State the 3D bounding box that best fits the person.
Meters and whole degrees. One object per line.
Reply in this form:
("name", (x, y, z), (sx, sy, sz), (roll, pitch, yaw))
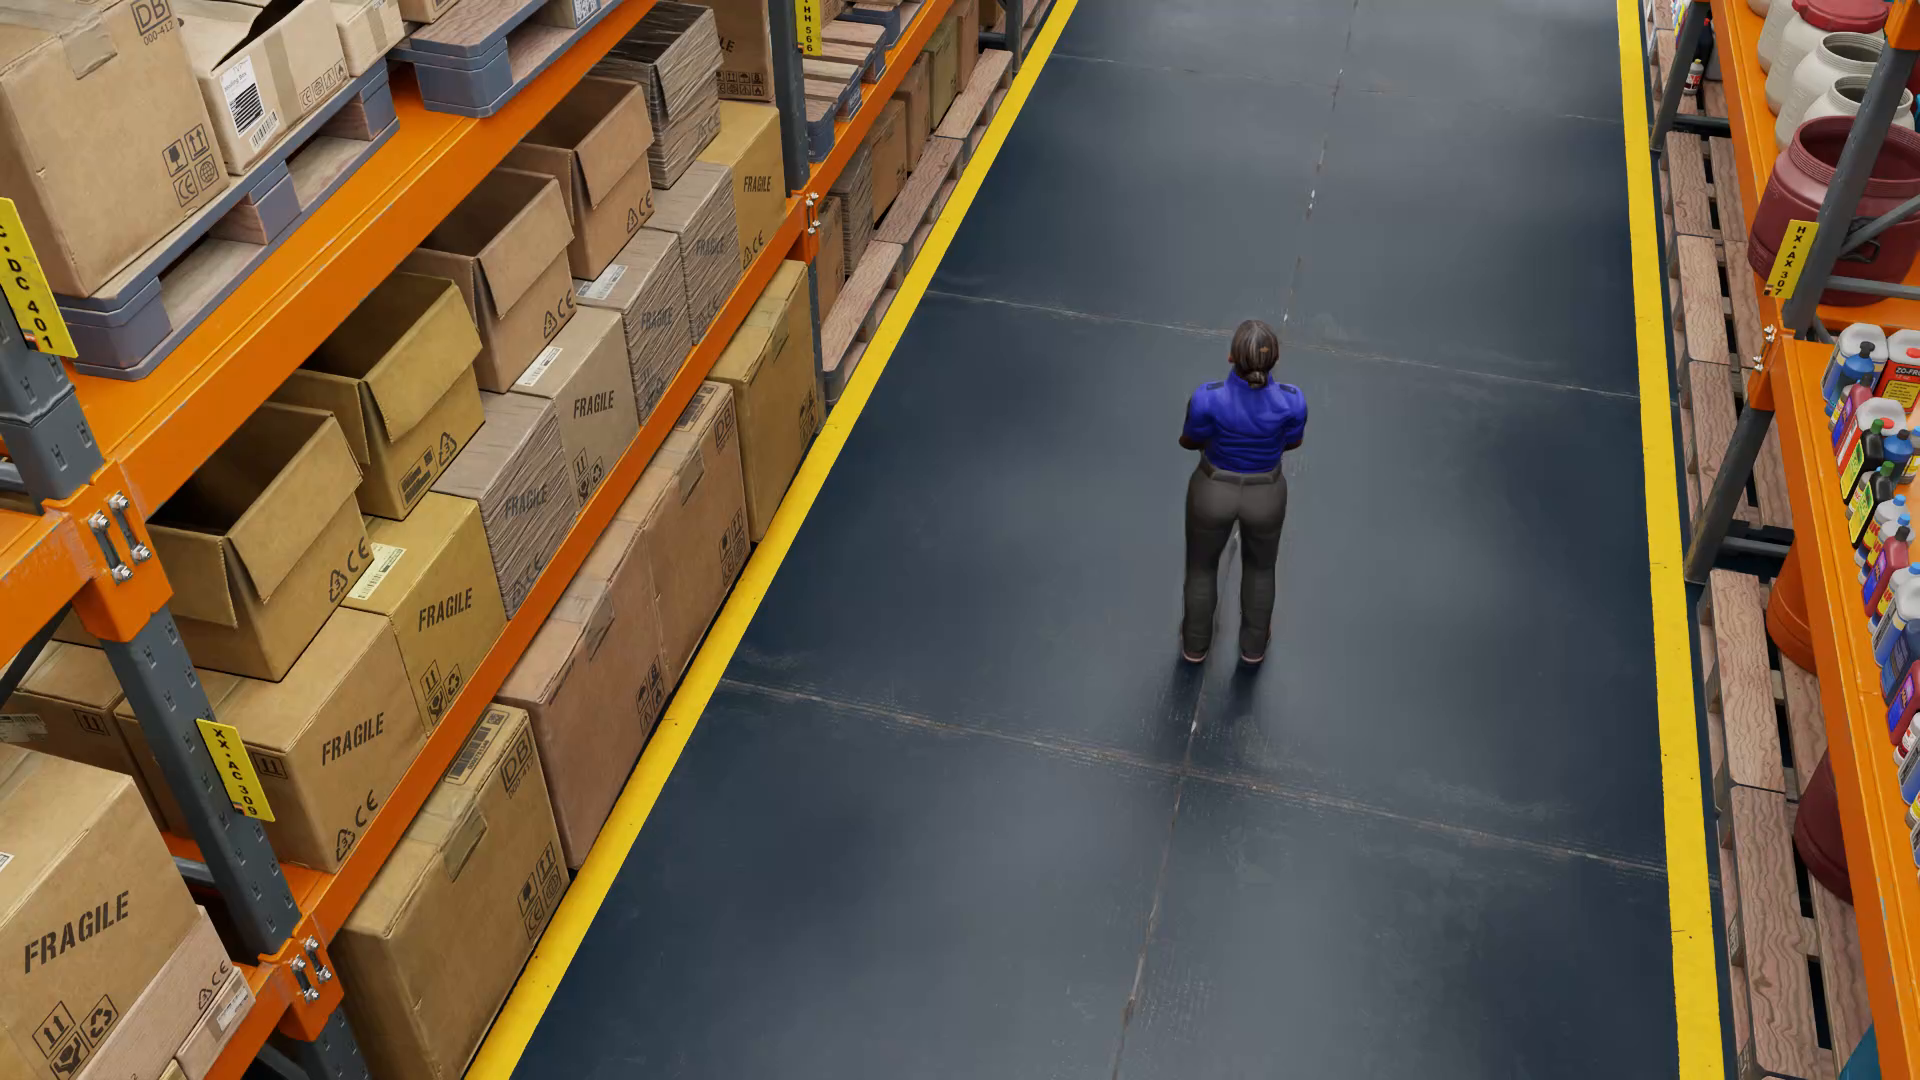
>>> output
("person", (1.063, -0.208, 6.398), (0.498, 1.657, 0.497), (0, 41, 0))
